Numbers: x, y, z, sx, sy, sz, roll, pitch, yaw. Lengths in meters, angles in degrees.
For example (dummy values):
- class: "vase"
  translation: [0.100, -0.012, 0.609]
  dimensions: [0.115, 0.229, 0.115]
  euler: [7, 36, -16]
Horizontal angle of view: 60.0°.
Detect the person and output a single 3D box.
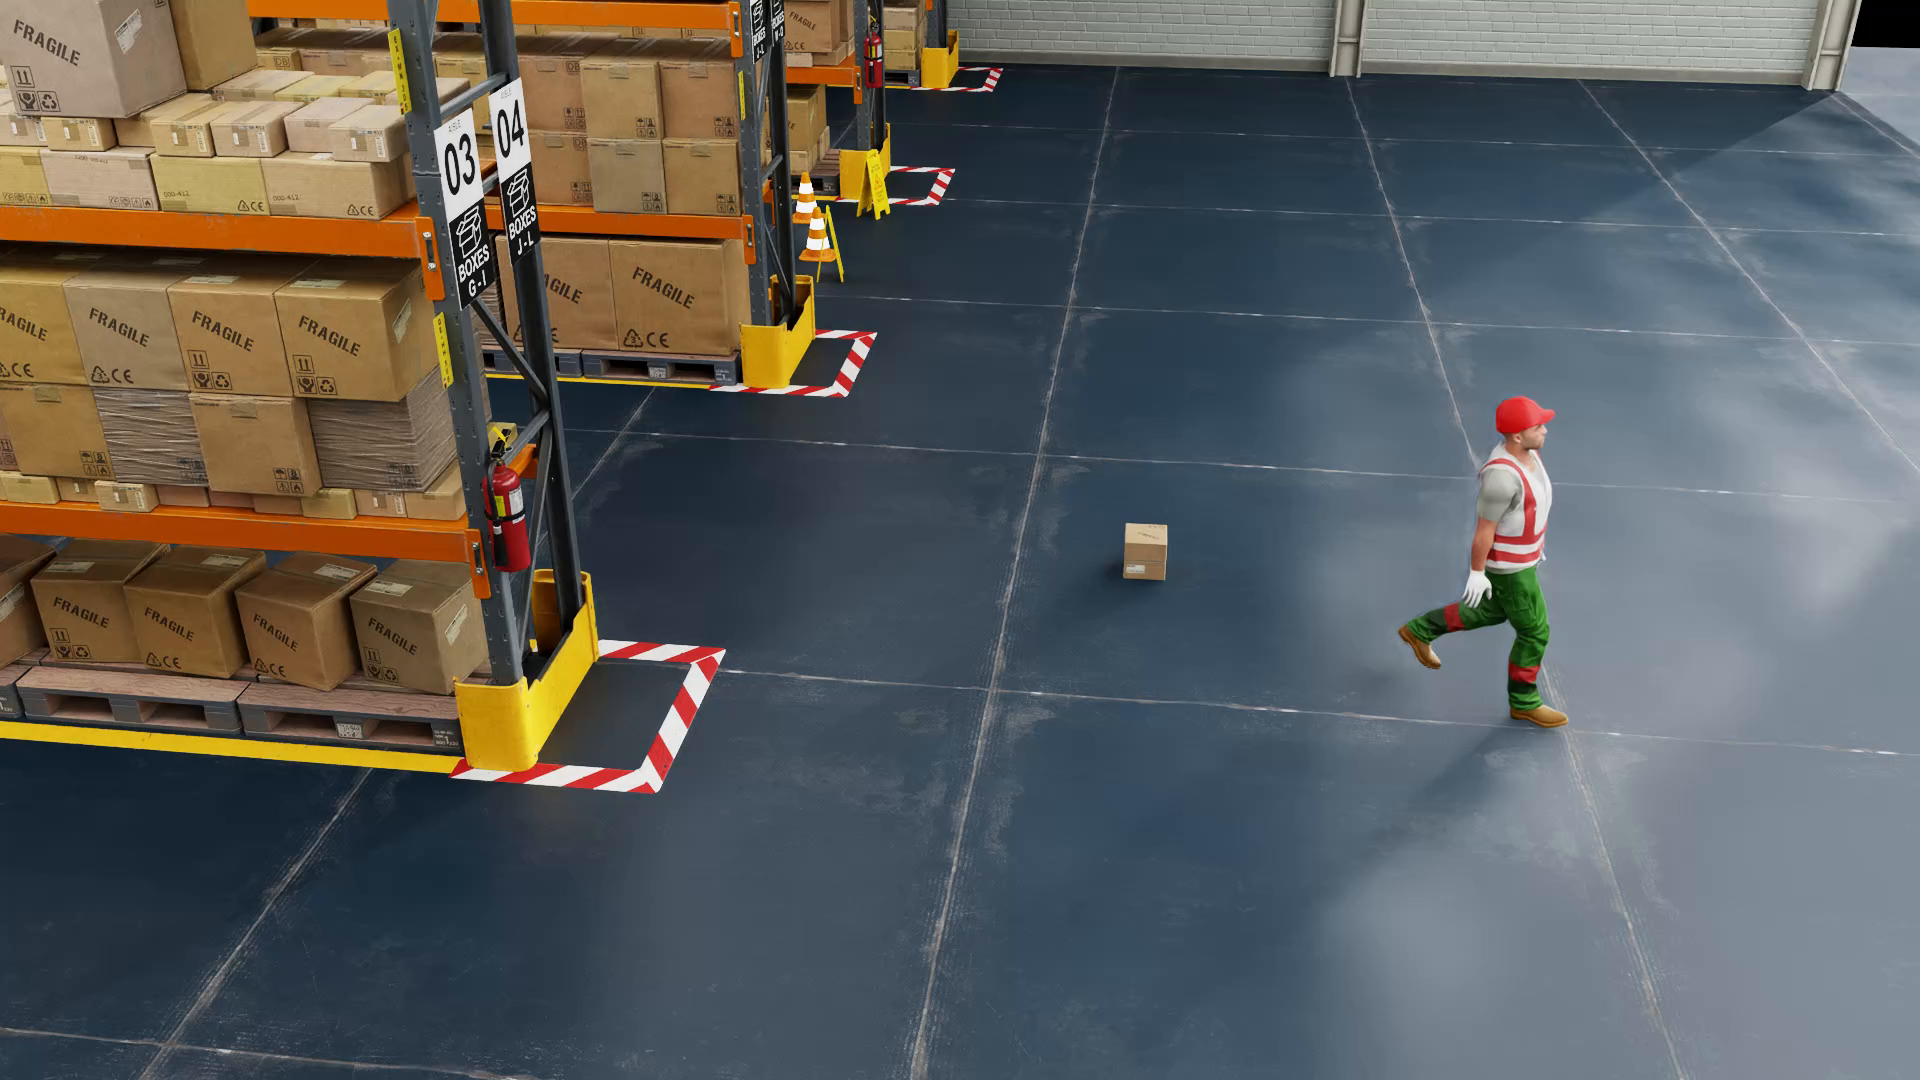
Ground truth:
- class: "person"
  translation: [2.758, 0.073, 8.461]
  dimensions: [0.957, 1.750, 0.579]
  euler: [14, 31, 24]
